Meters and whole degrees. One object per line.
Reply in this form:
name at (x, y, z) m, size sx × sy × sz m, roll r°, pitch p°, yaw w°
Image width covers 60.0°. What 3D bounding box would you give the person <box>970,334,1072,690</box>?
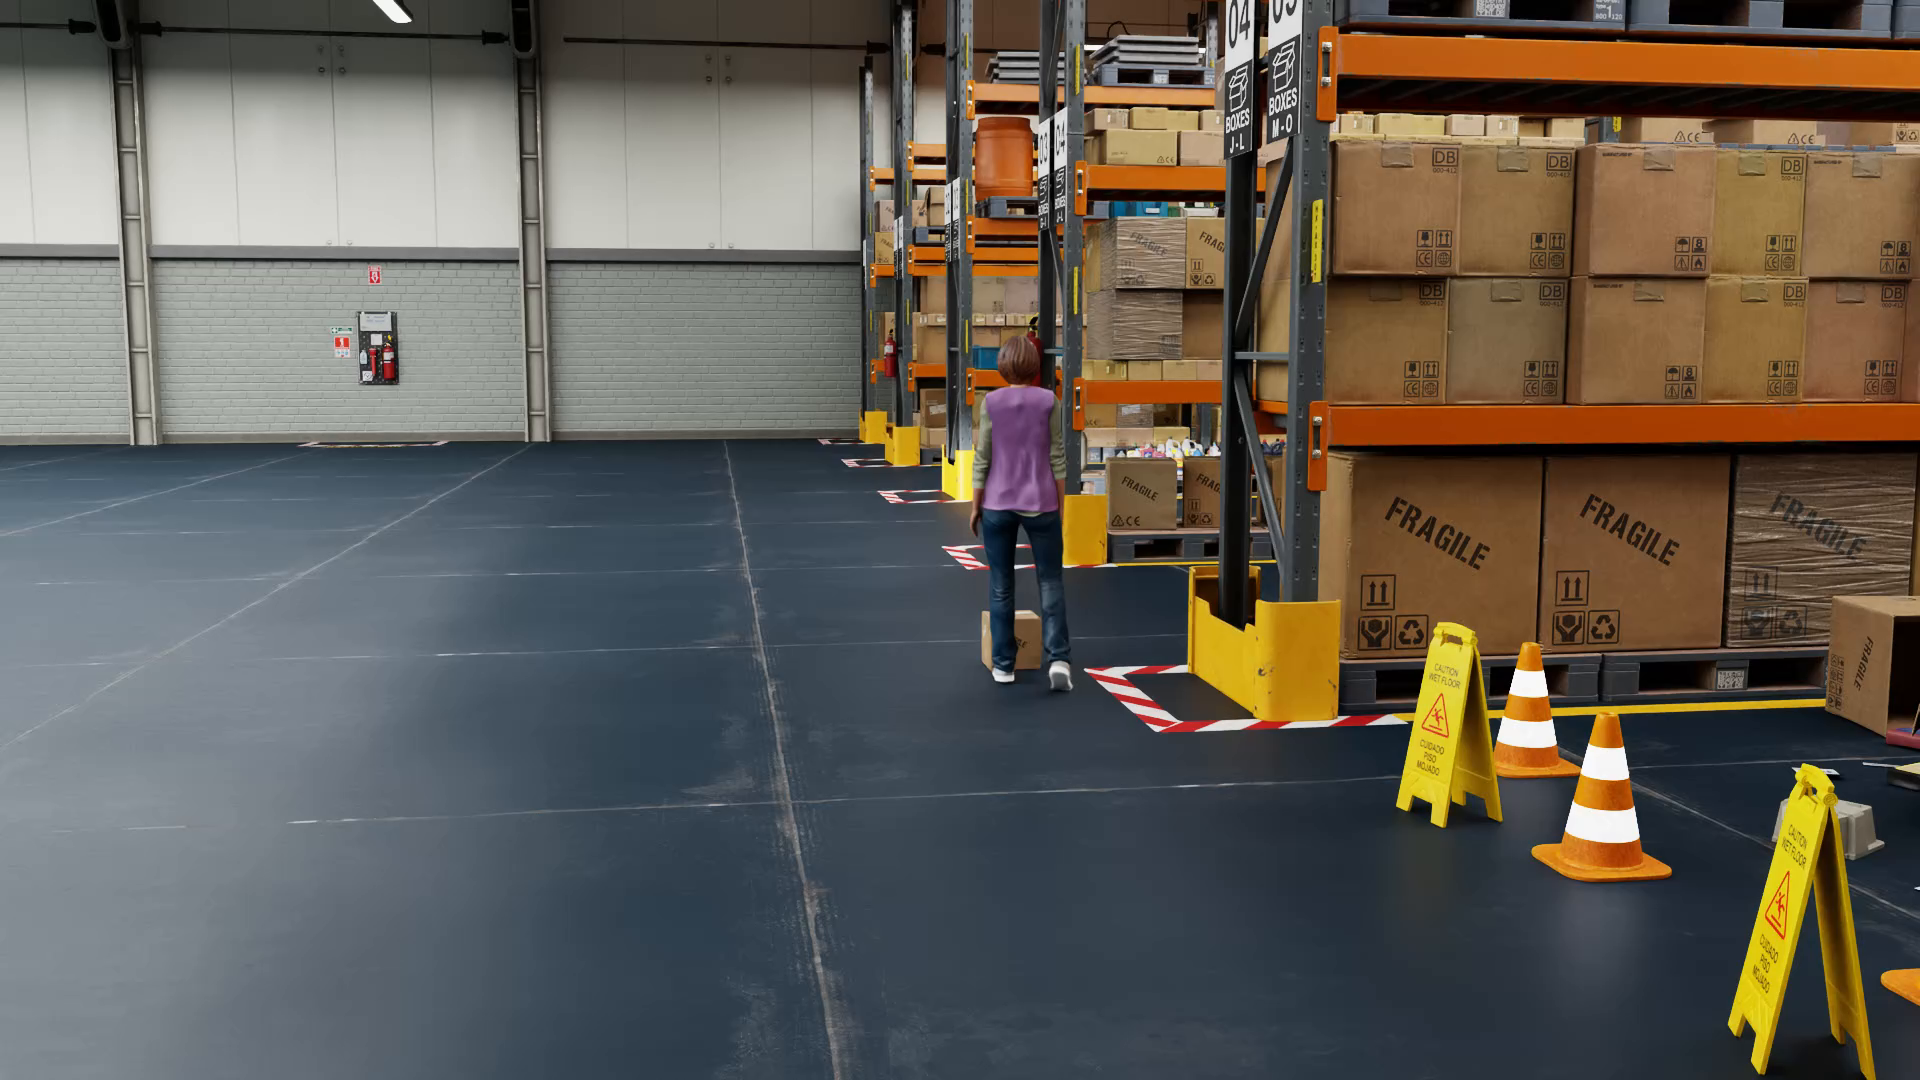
person at (0.280, -0.122, 7.565) m, size 0.471 × 1.614 × 0.483 m, roll 0°, pitch 7°, yaw 3°
